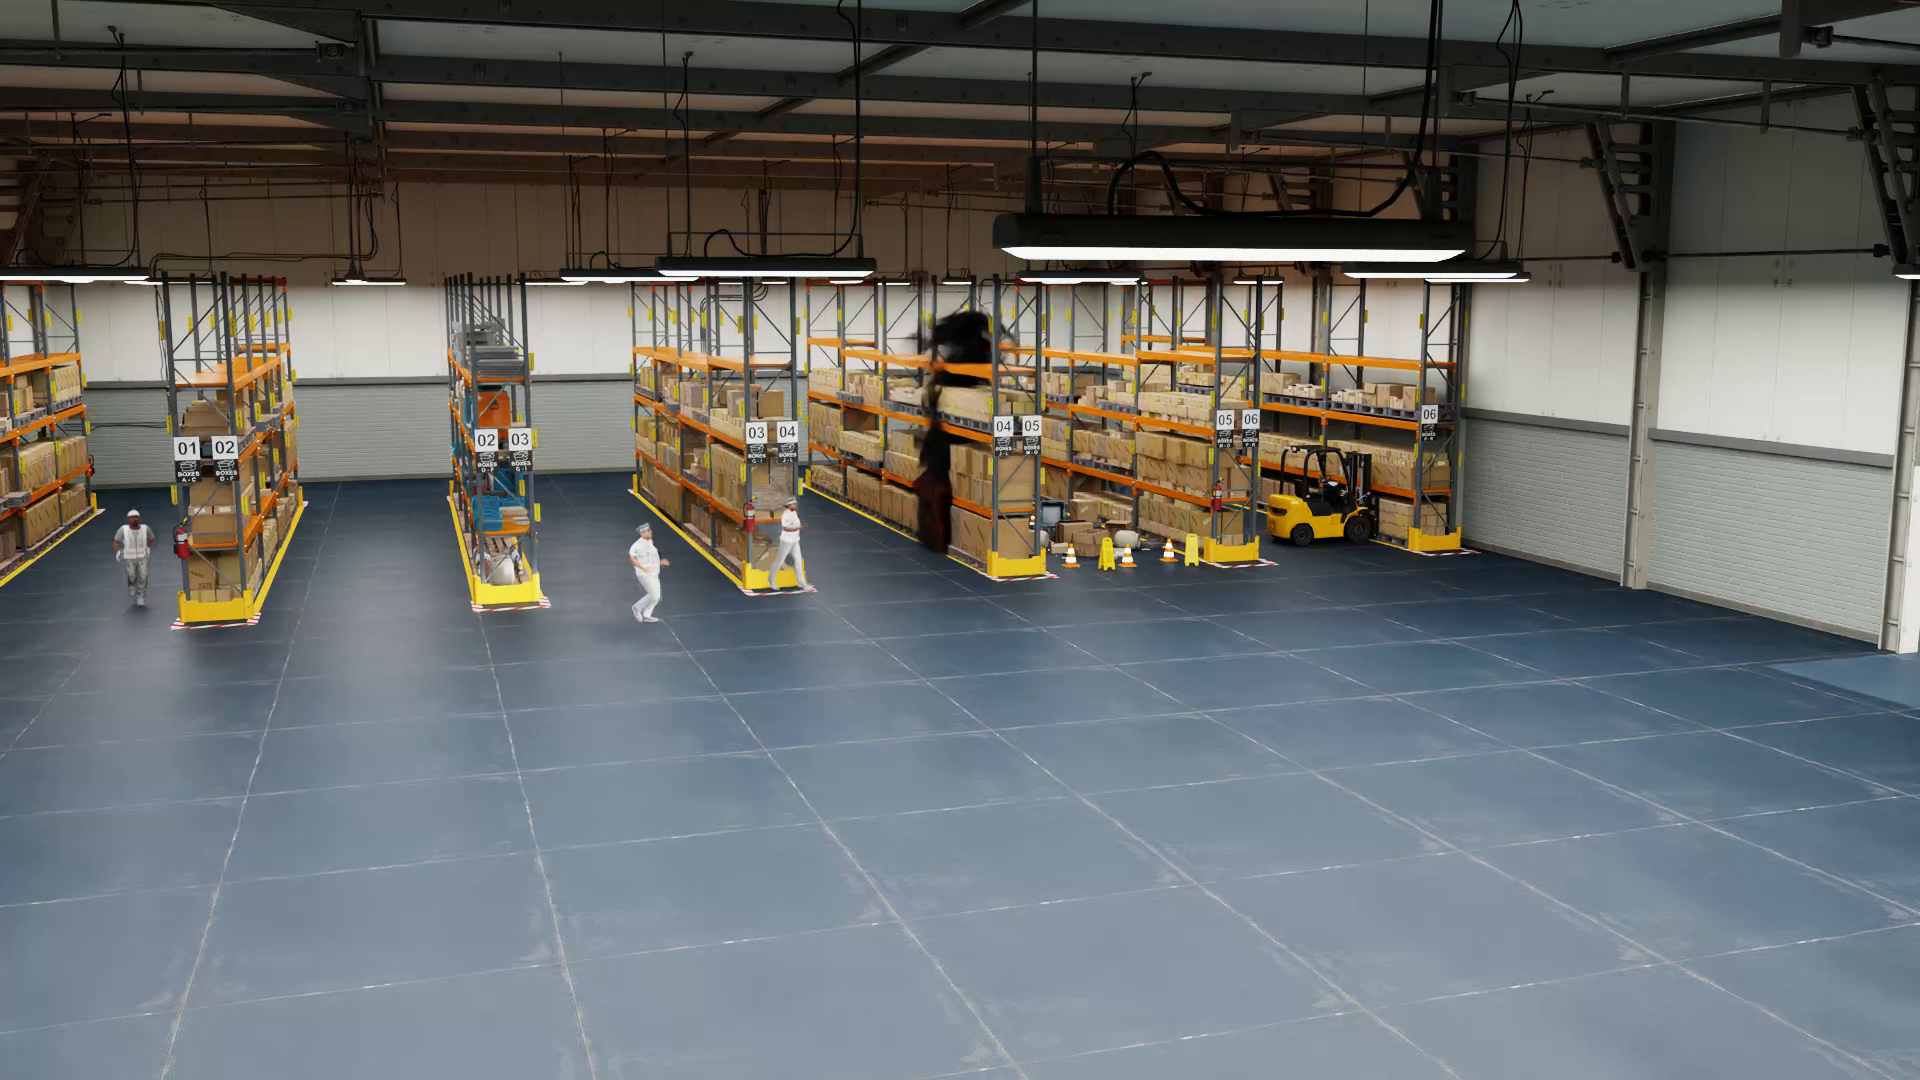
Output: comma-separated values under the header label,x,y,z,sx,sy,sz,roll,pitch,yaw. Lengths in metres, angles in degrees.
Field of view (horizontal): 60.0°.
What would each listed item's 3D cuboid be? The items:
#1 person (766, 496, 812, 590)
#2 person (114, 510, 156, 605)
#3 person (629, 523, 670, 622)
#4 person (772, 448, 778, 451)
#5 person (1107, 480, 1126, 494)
label,x,y,z,sx,sy,sz,roll,pitch,yaw
person,-3.103,0.060,30.300,0.875,1.720,0.576,4,9,23
person,-14.982,0.319,30.255,0.691,1.734,0.597,-5,10,-31
person,-5.335,0.559,28.595,0.611,1.733,0.656,2,9,11
person,-5.014,-2.113,46.233,0.736,1.732,0.814,-1,9,-9
person,4.354,-2.115,46.375,0.695,1.727,0.672,-6,10,-33
